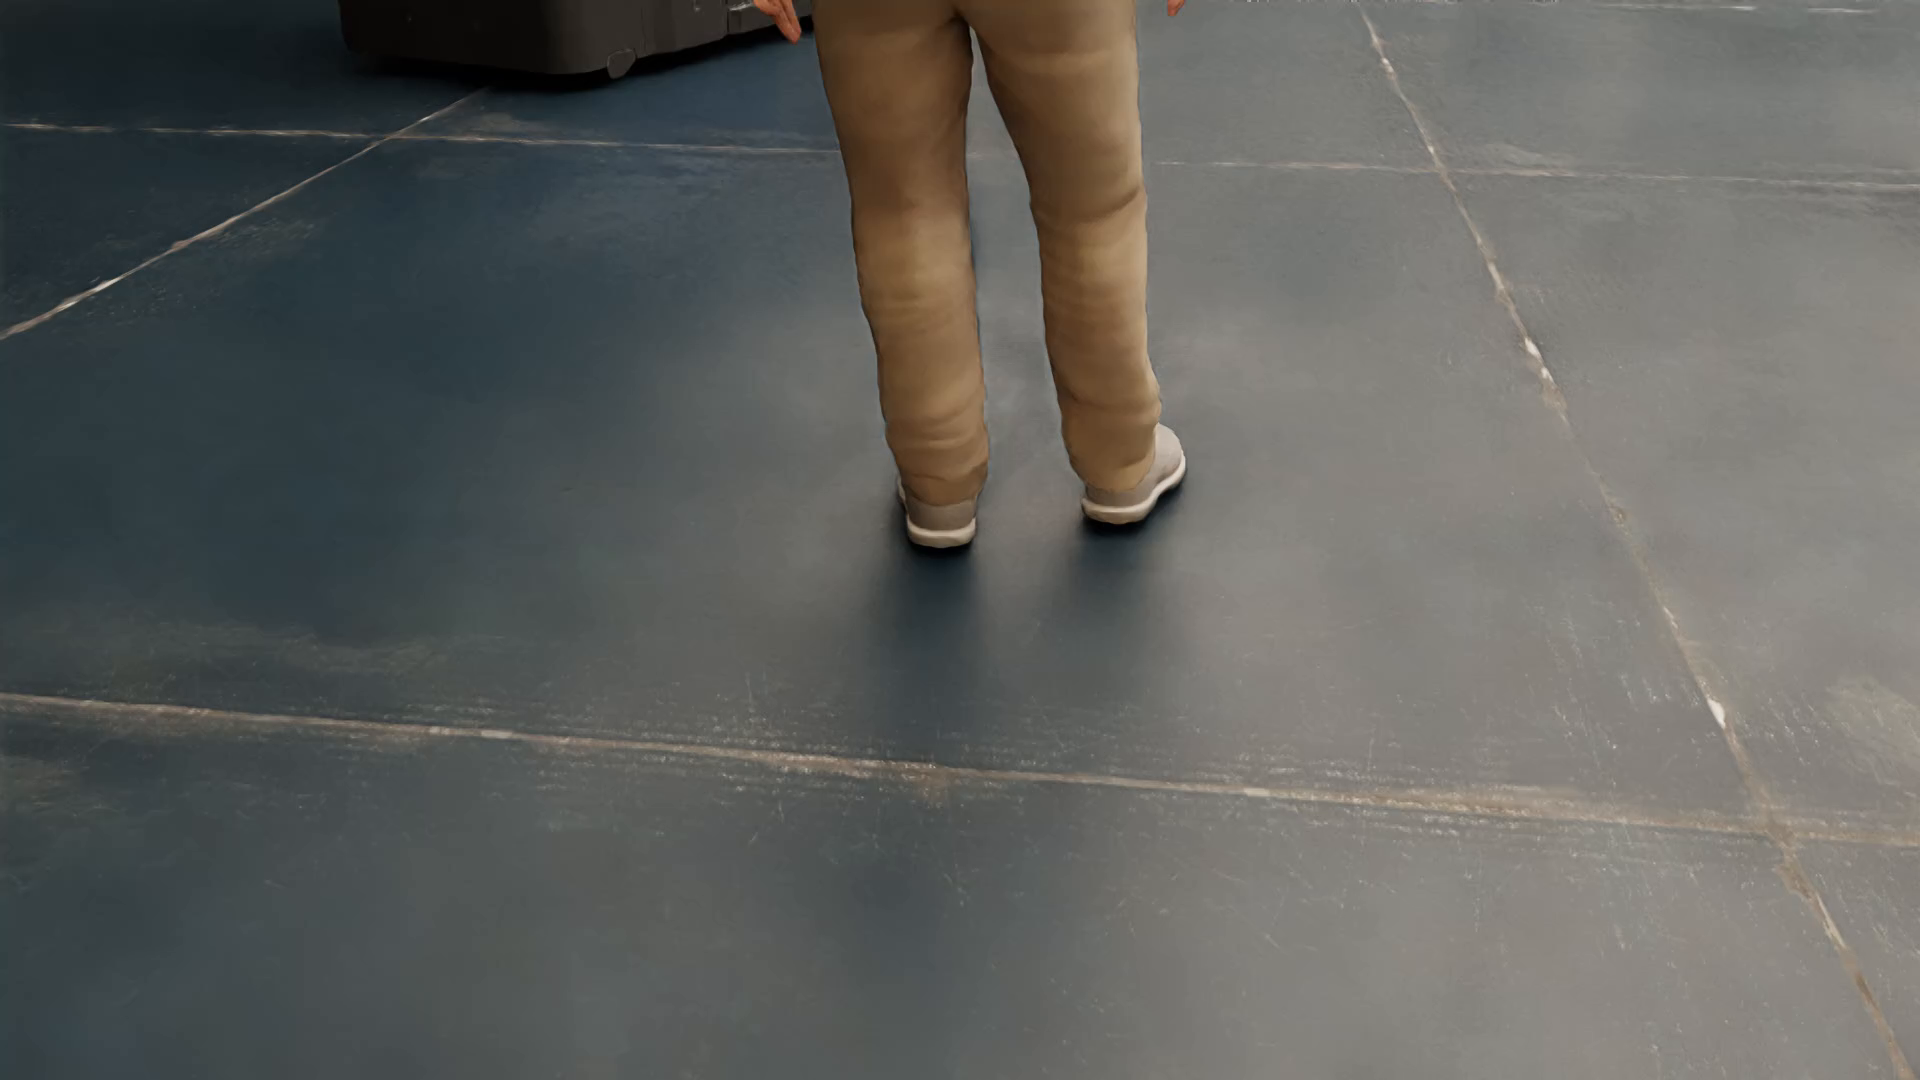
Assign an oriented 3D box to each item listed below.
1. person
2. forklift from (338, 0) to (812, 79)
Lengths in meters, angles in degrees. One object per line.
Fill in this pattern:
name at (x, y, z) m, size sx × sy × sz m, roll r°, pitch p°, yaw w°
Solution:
person at (0.024, -0.819, 2.189) m, size 0.640 × 1.727 × 0.550 m, roll 3°, pitch 27°, yaw 7°
forklift at (-0.999, -3.431, 6.095) m, size 1.130 × 2.935 × 3.031 m, roll 13°, pitch 29°, yaw 24°
